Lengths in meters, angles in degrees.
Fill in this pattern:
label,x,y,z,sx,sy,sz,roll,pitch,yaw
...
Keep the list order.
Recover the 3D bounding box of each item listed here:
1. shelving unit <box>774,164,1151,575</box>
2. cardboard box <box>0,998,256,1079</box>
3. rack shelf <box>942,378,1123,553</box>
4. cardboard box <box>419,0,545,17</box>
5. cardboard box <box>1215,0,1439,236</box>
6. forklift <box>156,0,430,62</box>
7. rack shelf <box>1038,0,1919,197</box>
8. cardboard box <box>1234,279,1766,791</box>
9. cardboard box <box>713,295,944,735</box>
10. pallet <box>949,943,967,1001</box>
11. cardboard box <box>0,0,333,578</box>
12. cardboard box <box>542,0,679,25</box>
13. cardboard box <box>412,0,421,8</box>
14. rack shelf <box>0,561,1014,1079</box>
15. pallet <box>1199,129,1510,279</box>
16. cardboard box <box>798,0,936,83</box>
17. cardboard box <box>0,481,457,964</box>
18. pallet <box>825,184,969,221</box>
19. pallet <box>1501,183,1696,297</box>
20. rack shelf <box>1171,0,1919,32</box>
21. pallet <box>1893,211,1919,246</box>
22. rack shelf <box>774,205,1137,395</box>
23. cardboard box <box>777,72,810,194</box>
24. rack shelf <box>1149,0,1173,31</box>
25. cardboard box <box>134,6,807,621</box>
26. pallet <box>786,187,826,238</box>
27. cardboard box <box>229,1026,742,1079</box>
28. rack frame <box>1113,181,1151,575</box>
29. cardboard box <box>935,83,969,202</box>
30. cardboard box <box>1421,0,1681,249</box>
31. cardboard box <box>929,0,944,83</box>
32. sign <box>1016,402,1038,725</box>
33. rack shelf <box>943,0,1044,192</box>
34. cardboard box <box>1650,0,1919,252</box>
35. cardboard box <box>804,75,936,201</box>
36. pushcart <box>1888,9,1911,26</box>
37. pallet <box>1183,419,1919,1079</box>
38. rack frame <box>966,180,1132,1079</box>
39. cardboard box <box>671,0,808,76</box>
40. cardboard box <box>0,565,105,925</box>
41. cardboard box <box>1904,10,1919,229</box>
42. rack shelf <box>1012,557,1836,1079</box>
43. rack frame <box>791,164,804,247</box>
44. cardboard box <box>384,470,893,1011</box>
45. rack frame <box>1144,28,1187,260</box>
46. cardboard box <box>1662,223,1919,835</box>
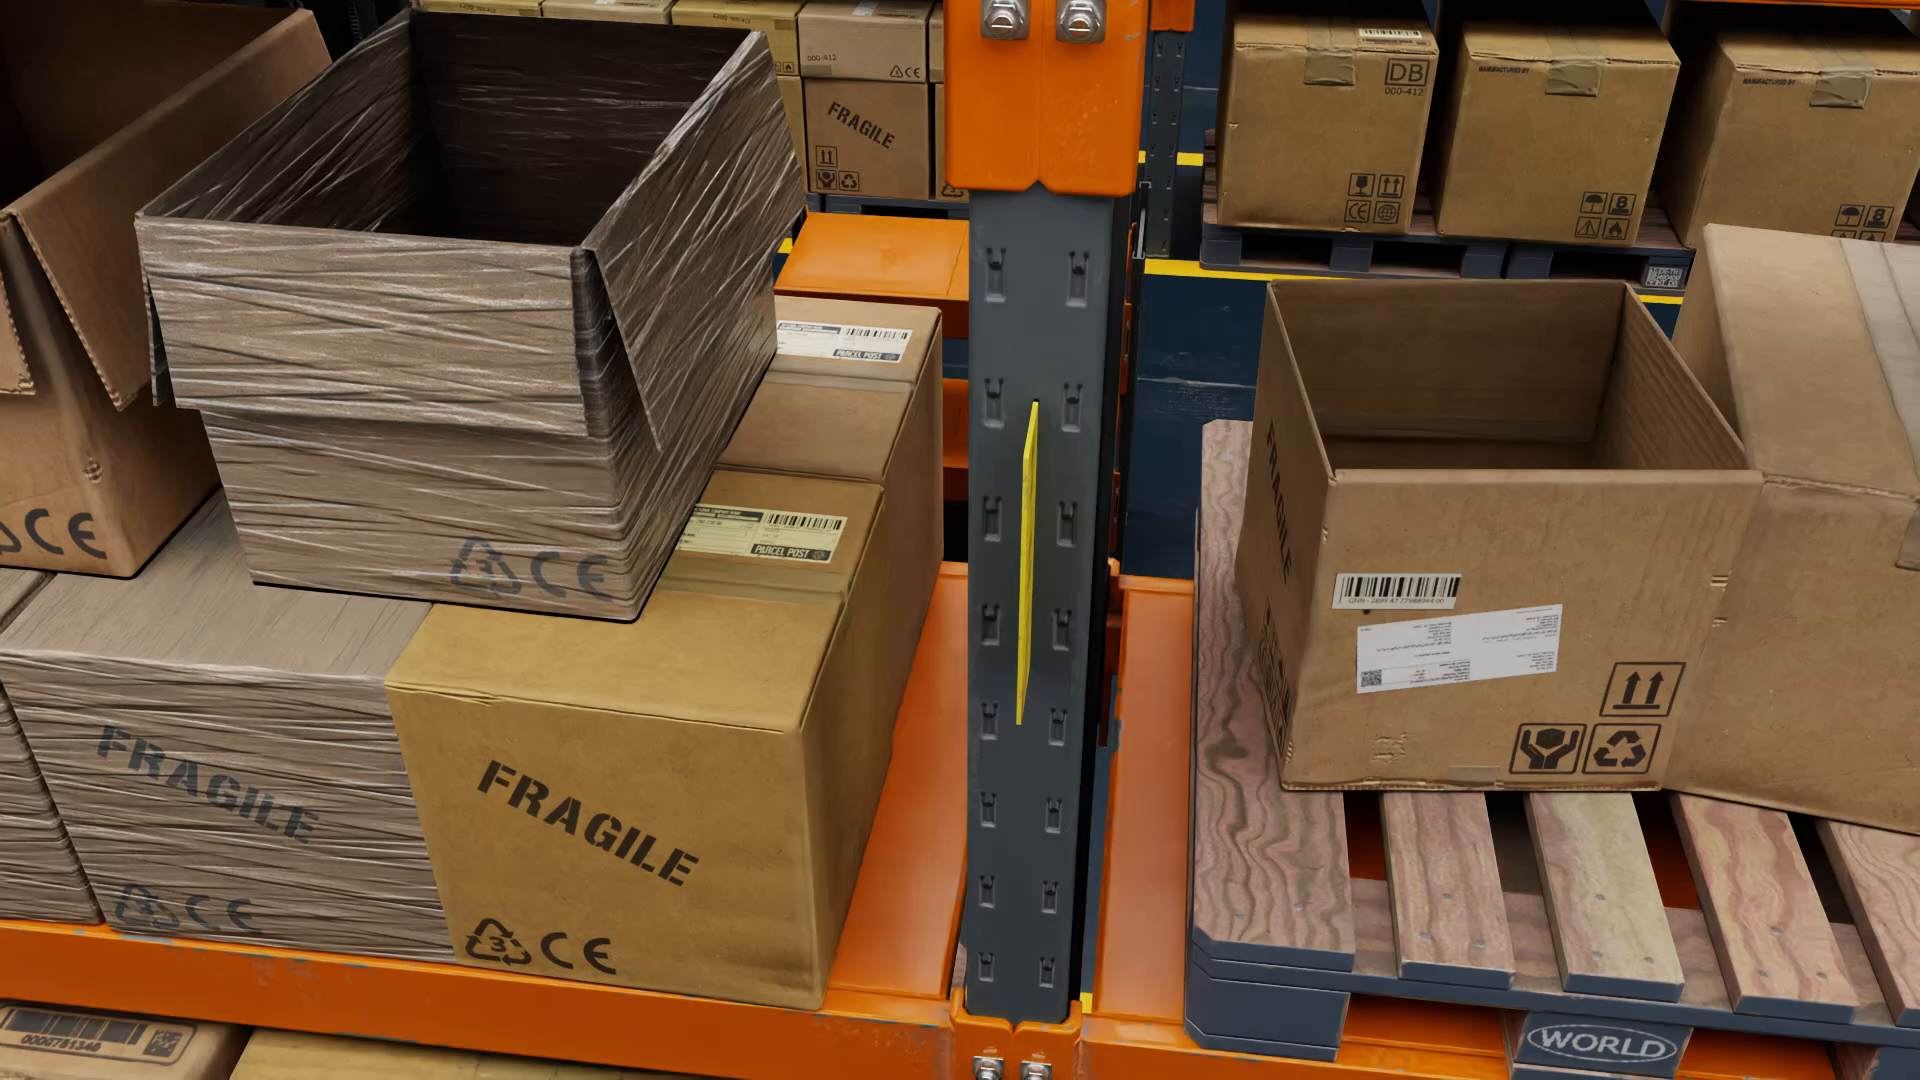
label,x,y,z,sx,sy,sz,roll,pitch,yaw
shelving unit,-0.007,-0.458,4.924,1.048,1.125,0.538,4,36,6
cardboard box,-1.432,0.740,3.098,0.875,0.875,1.225,4,36,6
rack shelf,-0.007,-0.259,5.066,1.000,0.278,0.538,4,36,6
cardboard box,-1.874,-2.181,6.868,0.500,0.250,0.500,5,36,7
cardboard box,1.458,-1.829,6.806,0.750,0.750,1.050,4,36,5
forklift,-2.447,-1.521,4.858,3.031,2.935,1.130,7,36,10
rack shelf,2.117,-0.600,1.546,4.000,0.370,1.077,4,36,6
cardboard box,0.674,-0.015,2.241,0.500,0.500,0.500,0,36,0
cardboard box,-0.314,-0.054,2.657,0.500,0.500,0.500,5,36,7
pallet,-0.639,1.213,3.369,1.213,0.211,1.003,4,36,6
cardboard box,-1.236,-0.383,2.254,0.637,0.503,0.797,5,36,7
cardboard box,-1.369,-2.140,6.811,0.500,0.250,0.500,6,36,8
cardboard box,-2.403,-2.219,6.921,0.500,0.250,0.500,3,36,4
rack shelf,-1.851,0.325,2.832,4.000,0.370,1.077,4,36,6
pallet,1.638,-1.434,7.078,1.213,0.211,1.003,4,36,6
cardboard box,-0.349,-2.060,6.699,0.500,0.250,0.500,5,36,7
cardboard box,-0.882,0.205,2.295,0.500,0.500,0.500,4,36,6
pallet,0.090,-1.594,7.302,1.213,0.211,1.003,4,36,6
pallet,2.844,-1.342,6.949,1.213,0.211,1.003,4,36,6
rack shelf,2.849,-2.230,6.412,4.000,0.370,1.077,4,36,6
pallet,4.058,-1.253,6.825,1.213,0.211,1.003,4,36,6
rack shelf,-0.007,-0.697,4.754,1.000,0.278,0.538,4,36,6
cardboard box,-0.862,-1.793,6.970,0.500,0.500,0.500,3,36,4
rack shelf,-1.119,-2.526,6.826,4.000,0.370,1.077,4,36,6
cardboard box,-0.590,-0.333,2.185,0.637,0.503,0.797,5,36,8
pallet,-1.116,-1.686,7.431,1.213,0.211,1.003,4,36,6
cardboard box,-0.549,0.811,3.000,0.875,0.875,1.225,3,36,4
rack frame,0.498,-0.421,4.871,0.032,1.125,0.500,4,36,6
cardboard box,0.179,-1.722,6.871,0.500,0.500,0.500,4,36,6
cardboard box,2.325,-1.766,6.718,0.750,0.750,1.050,5,36,7
cardboard box,0.153,-2.029,6.656,0.500,0.250,0.500,3,36,5
sign,0.066,0.028,1.631,0.005,0.325,0.100,4,36,6
rack shelf,-1.851,-0.896,1.961,4.000,0.370,1.077,4,36,6
cardboard box,3.249,-1.698,6.622,0.750,0.750,1.050,4,36,6
cardboard box,-0.335,-1.763,6.928,0.500,0.500,0.500,6,36,8
pushcart,5.122,-2.850,8.918,0.936,0.377,1.648,-7,36,-10
pallet,0.854,0.249,2.484,1.003,0.211,1.213,4,36,6
rack frame,0.133,0.180,2.416,0.127,3.000,1.000,4,36,6
cardboard box,-0.851,-2.107,6.765,0.500,0.250,0.500,5,36,7
cardboard box,-1.397,0.168,2.346,0.500,0.500,0.500,3,36,4
cardboard box,4.205,-1.624,6.519,0.750,0.750,1.050,4,36,6
rack shelf,2.117,0.620,2.418,4.000,0.370,1.077,4,36,6
rack frame,-0.511,-0.496,4.977,0.032,1.125,0.500,4,36,6
cardboard box,-0.388,0.245,2.238,0.500,0.500,0.500,5,36,7
rack frame,0.865,-2.671,6.410,0.127,3.000,1.000,4,36,6
cardboard box,1.240,-0.031,2.264,0.500,0.500,0.700,9,37,13
